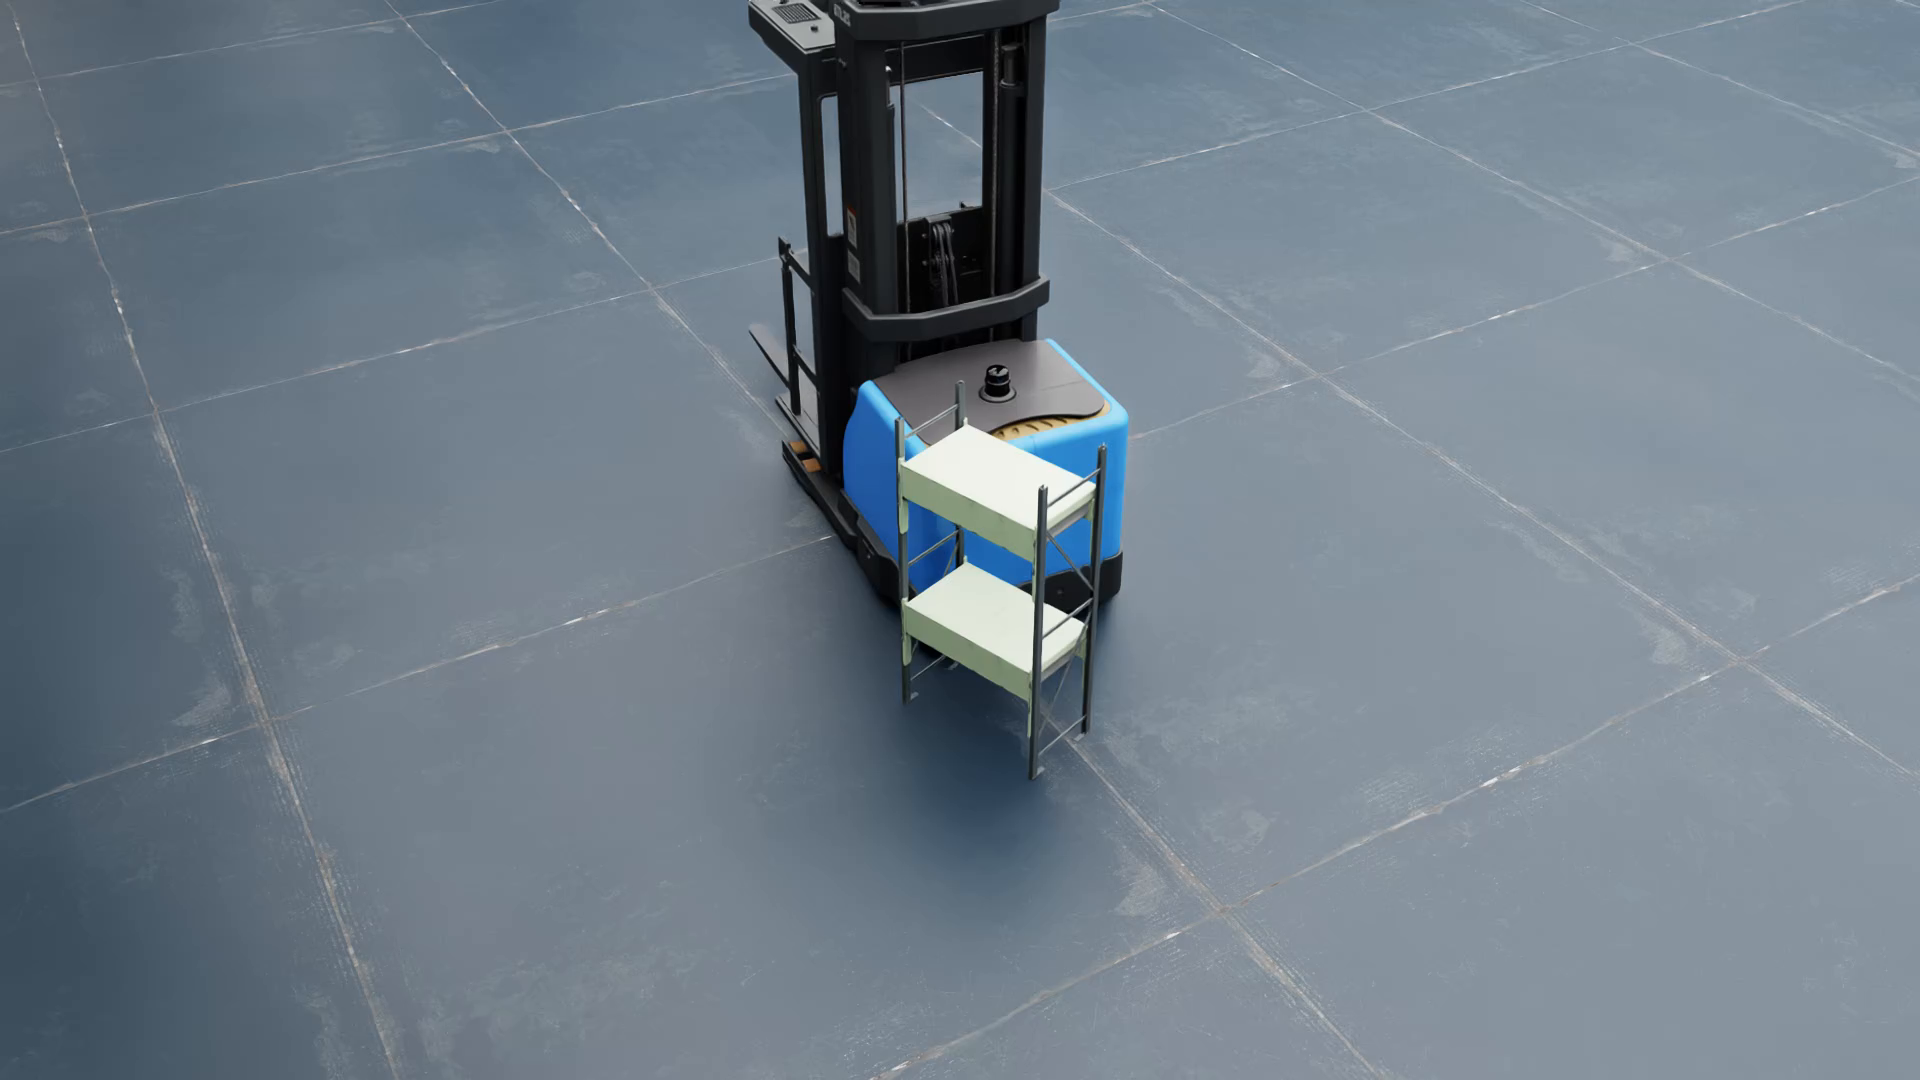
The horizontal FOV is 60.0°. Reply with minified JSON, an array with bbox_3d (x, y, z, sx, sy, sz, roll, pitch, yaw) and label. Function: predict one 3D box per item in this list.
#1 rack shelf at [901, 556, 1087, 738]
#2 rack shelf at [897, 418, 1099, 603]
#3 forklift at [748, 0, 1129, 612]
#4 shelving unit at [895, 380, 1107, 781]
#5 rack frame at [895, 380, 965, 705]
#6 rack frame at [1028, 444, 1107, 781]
[{"bbox_3d":[0.156,0.447,7.146,0.720,0.370,0.431,27,44,32],"label":"rack shelf"},{"bbox_3d":[0.156,-0.131,6.724,0.720,0.370,0.431,27,44,32],"label":"rack shelf"},{"bbox_3d":[-0.306,-1.550,8.114,1.130,2.935,3.031,-15,39,-20],"label":"forklift"},{"bbox_3d":[0.156,0.184,6.954,0.755,1.500,0.431,27,44,32],"label":"shelving unit"},{"bbox_3d":[-0.120,0.042,7.148,0.023,1.500,0.400,27,44,32],"label":"rack frame"},{"bbox_3d":[0.431,0.326,6.759,0.023,1.500,0.400,27,44,32],"label":"rack frame"}]
